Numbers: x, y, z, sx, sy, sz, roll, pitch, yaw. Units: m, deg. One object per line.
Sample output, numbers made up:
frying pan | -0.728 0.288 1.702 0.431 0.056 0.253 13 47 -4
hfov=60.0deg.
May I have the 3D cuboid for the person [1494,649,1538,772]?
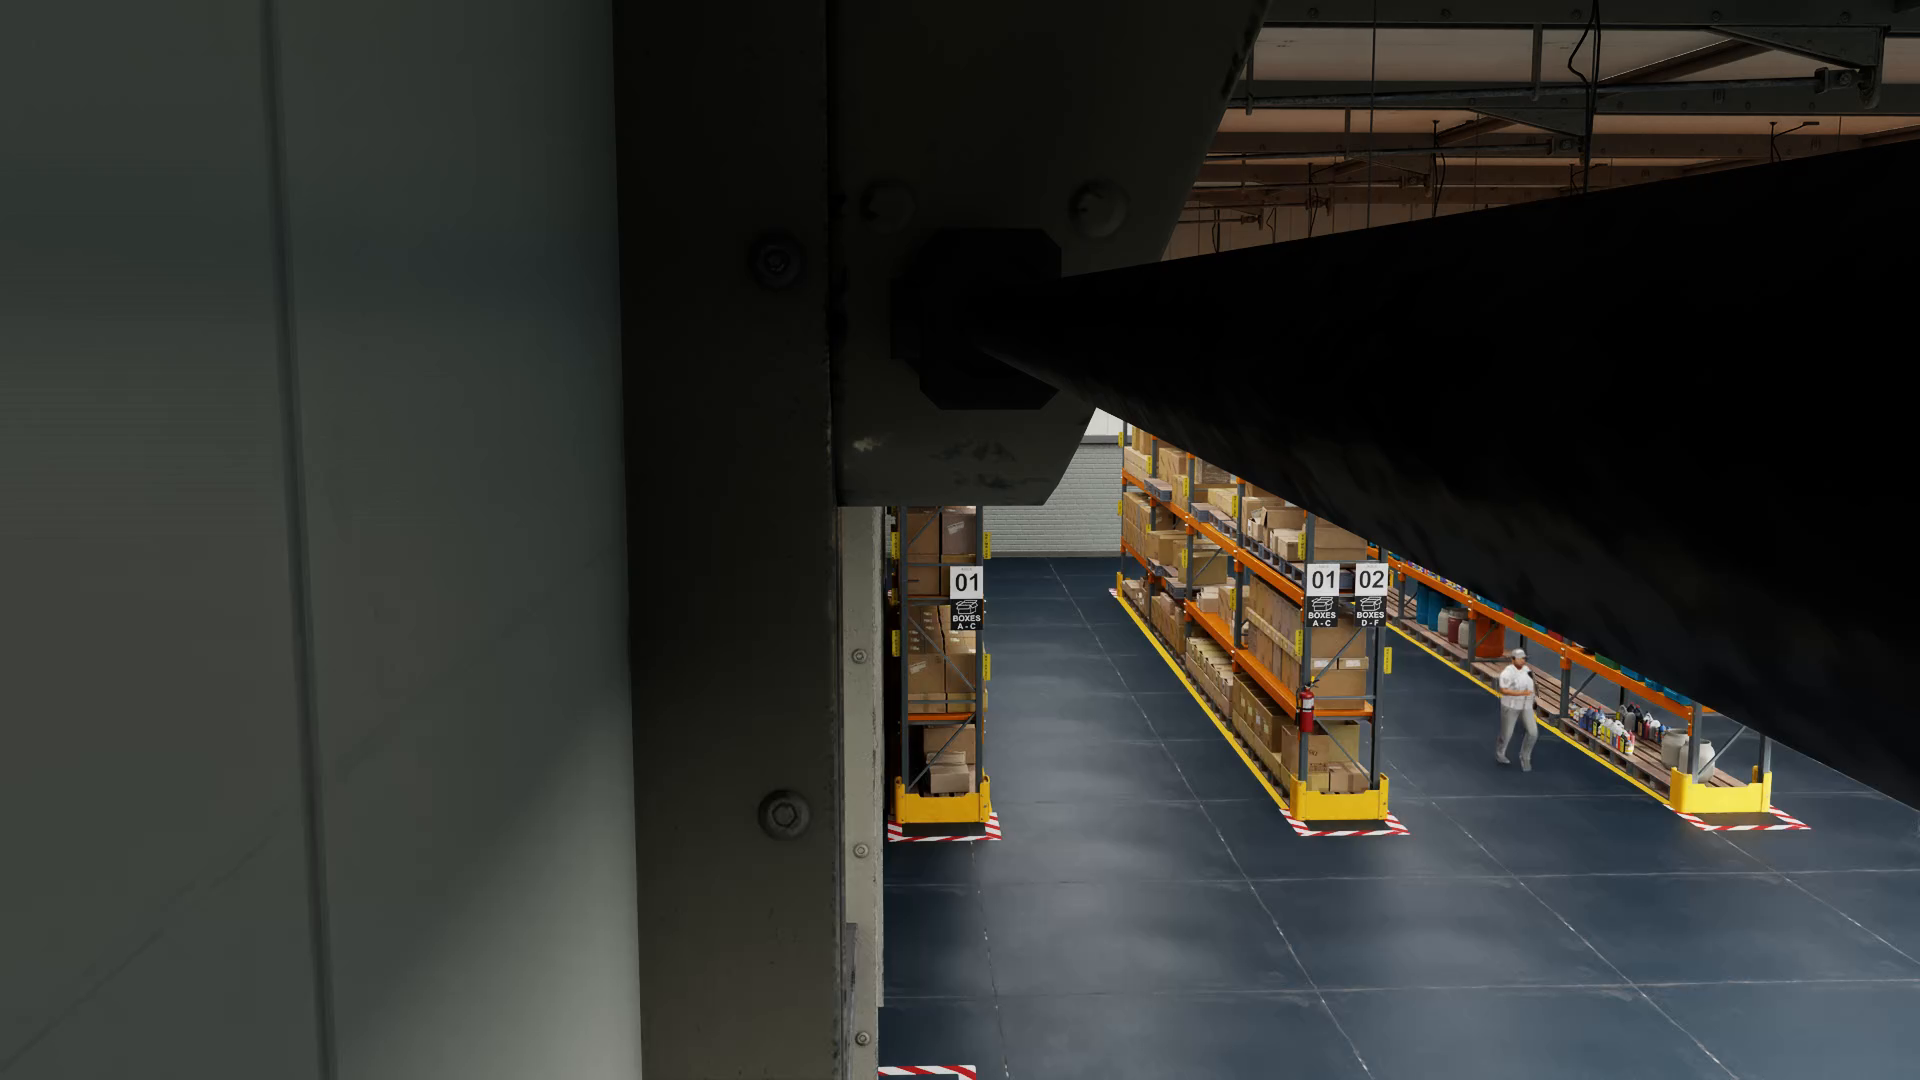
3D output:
person | 7.635 2.330 22.778 0.576 1.712 0.716 -2 8 -12
